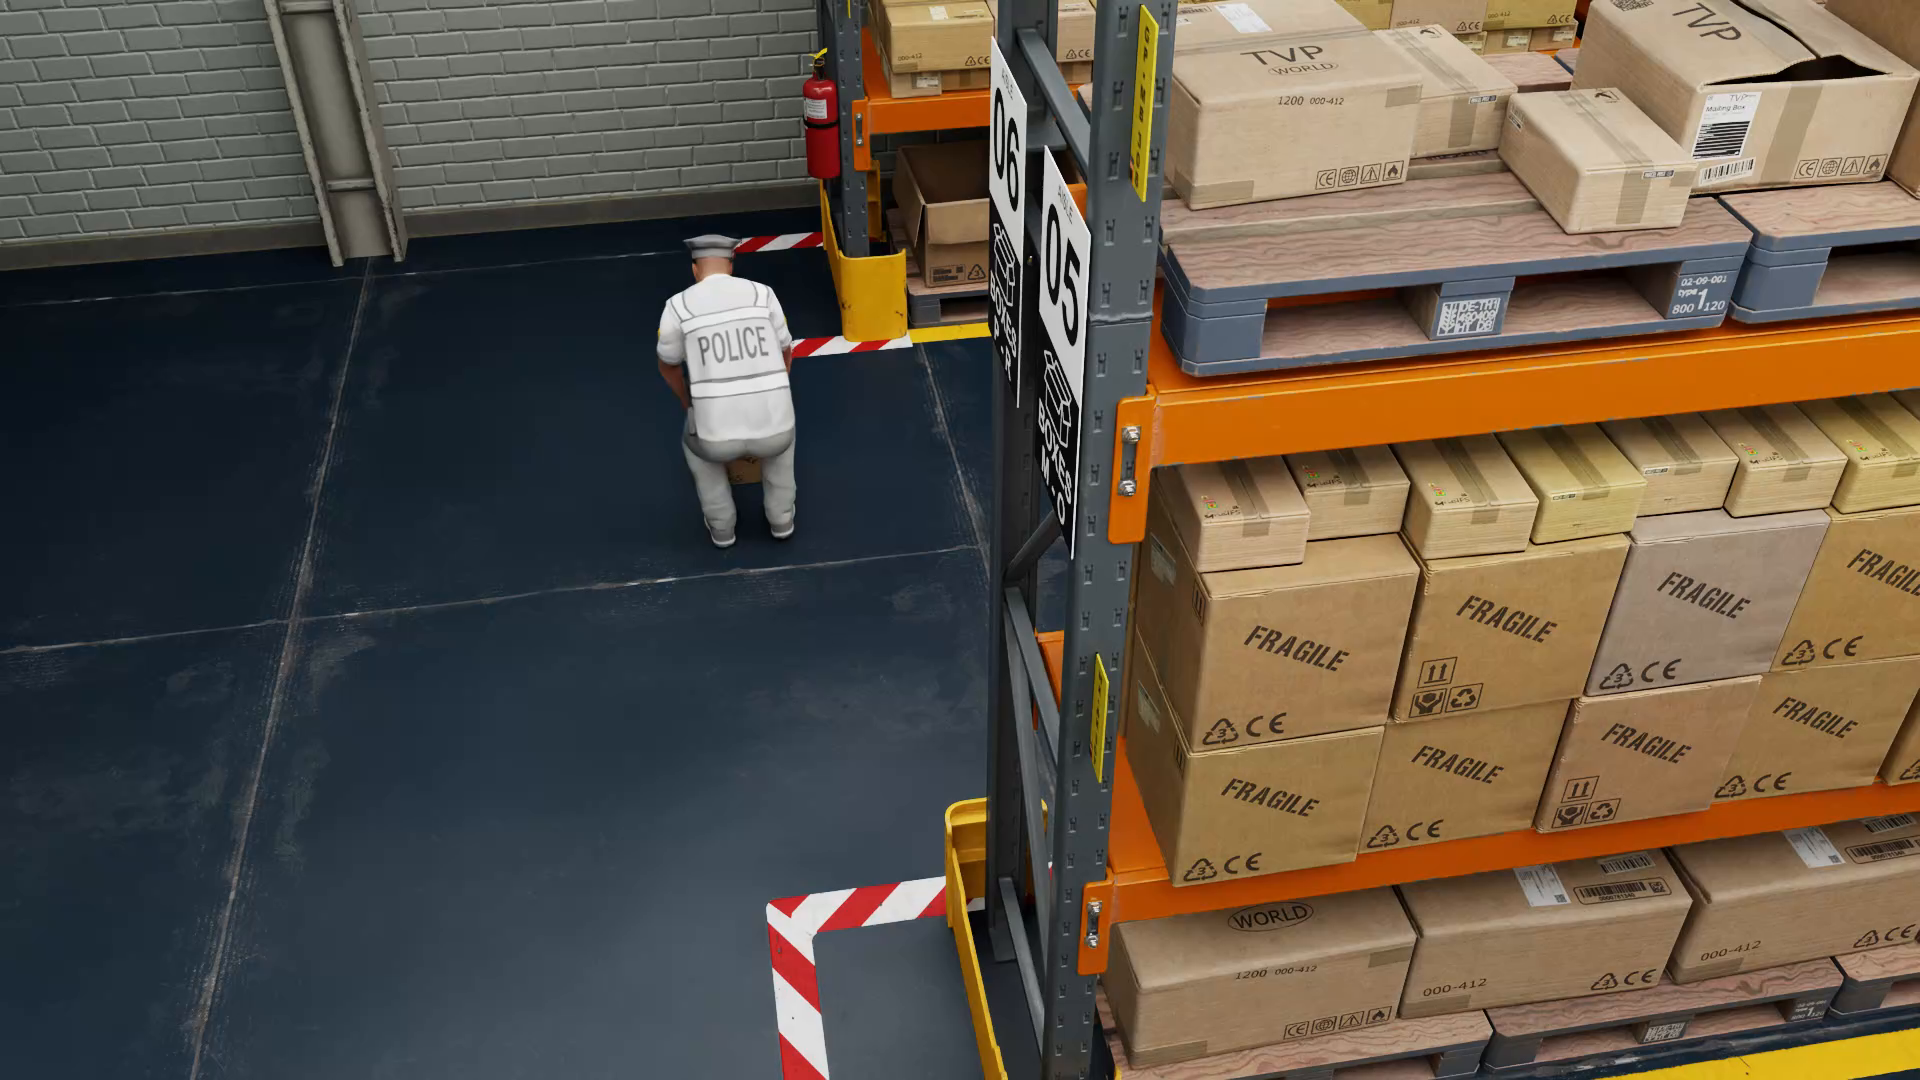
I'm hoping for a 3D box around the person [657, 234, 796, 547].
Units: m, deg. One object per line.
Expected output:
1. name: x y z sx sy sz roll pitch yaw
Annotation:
1. person: -1.007 -0.622 7.284 0.588 1.321 0.855 -6 39 -8
